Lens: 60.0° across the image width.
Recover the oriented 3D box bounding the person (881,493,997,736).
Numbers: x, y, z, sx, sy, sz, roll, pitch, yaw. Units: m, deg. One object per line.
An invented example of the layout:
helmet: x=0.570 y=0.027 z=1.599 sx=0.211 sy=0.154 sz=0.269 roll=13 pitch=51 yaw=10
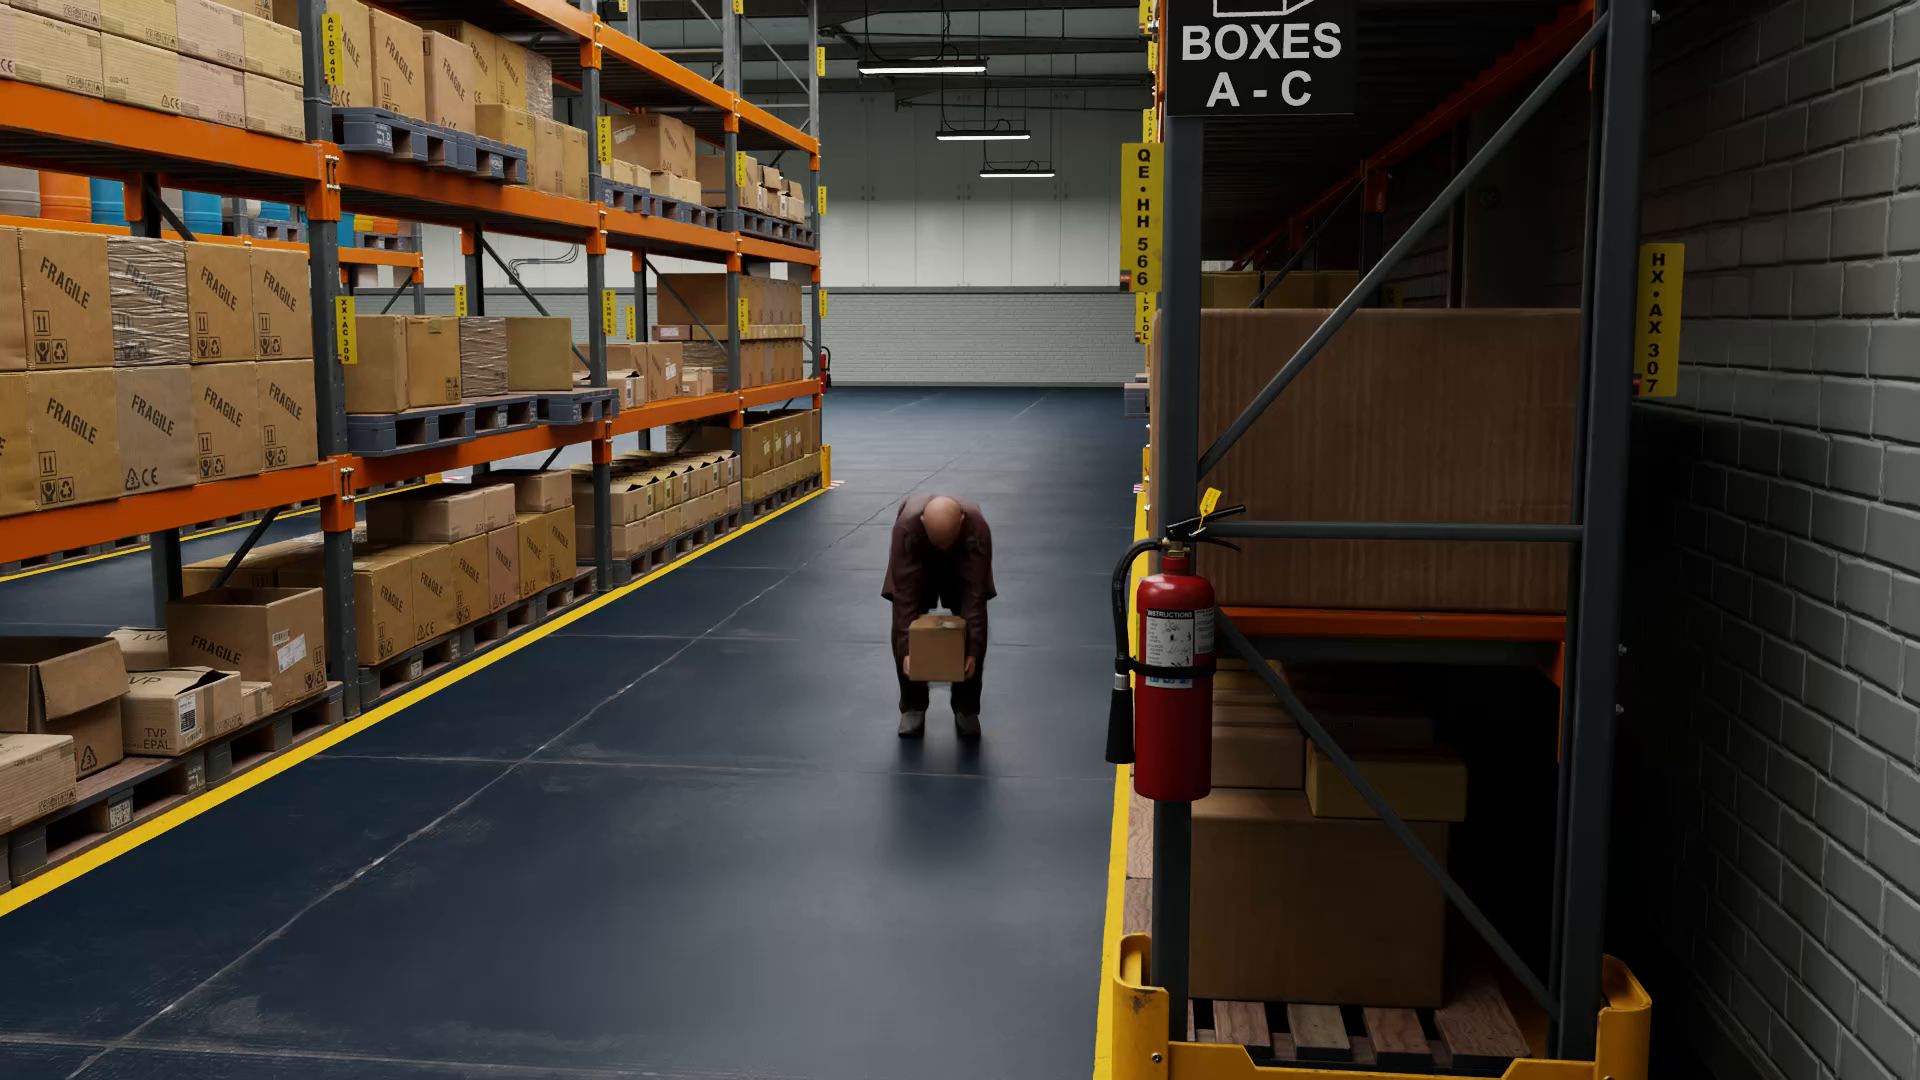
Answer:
person: x=-0.098 y=0.358 z=7.823 sx=0.563 sy=1.204 sz=0.939 roll=0 pitch=7 yaw=-1
